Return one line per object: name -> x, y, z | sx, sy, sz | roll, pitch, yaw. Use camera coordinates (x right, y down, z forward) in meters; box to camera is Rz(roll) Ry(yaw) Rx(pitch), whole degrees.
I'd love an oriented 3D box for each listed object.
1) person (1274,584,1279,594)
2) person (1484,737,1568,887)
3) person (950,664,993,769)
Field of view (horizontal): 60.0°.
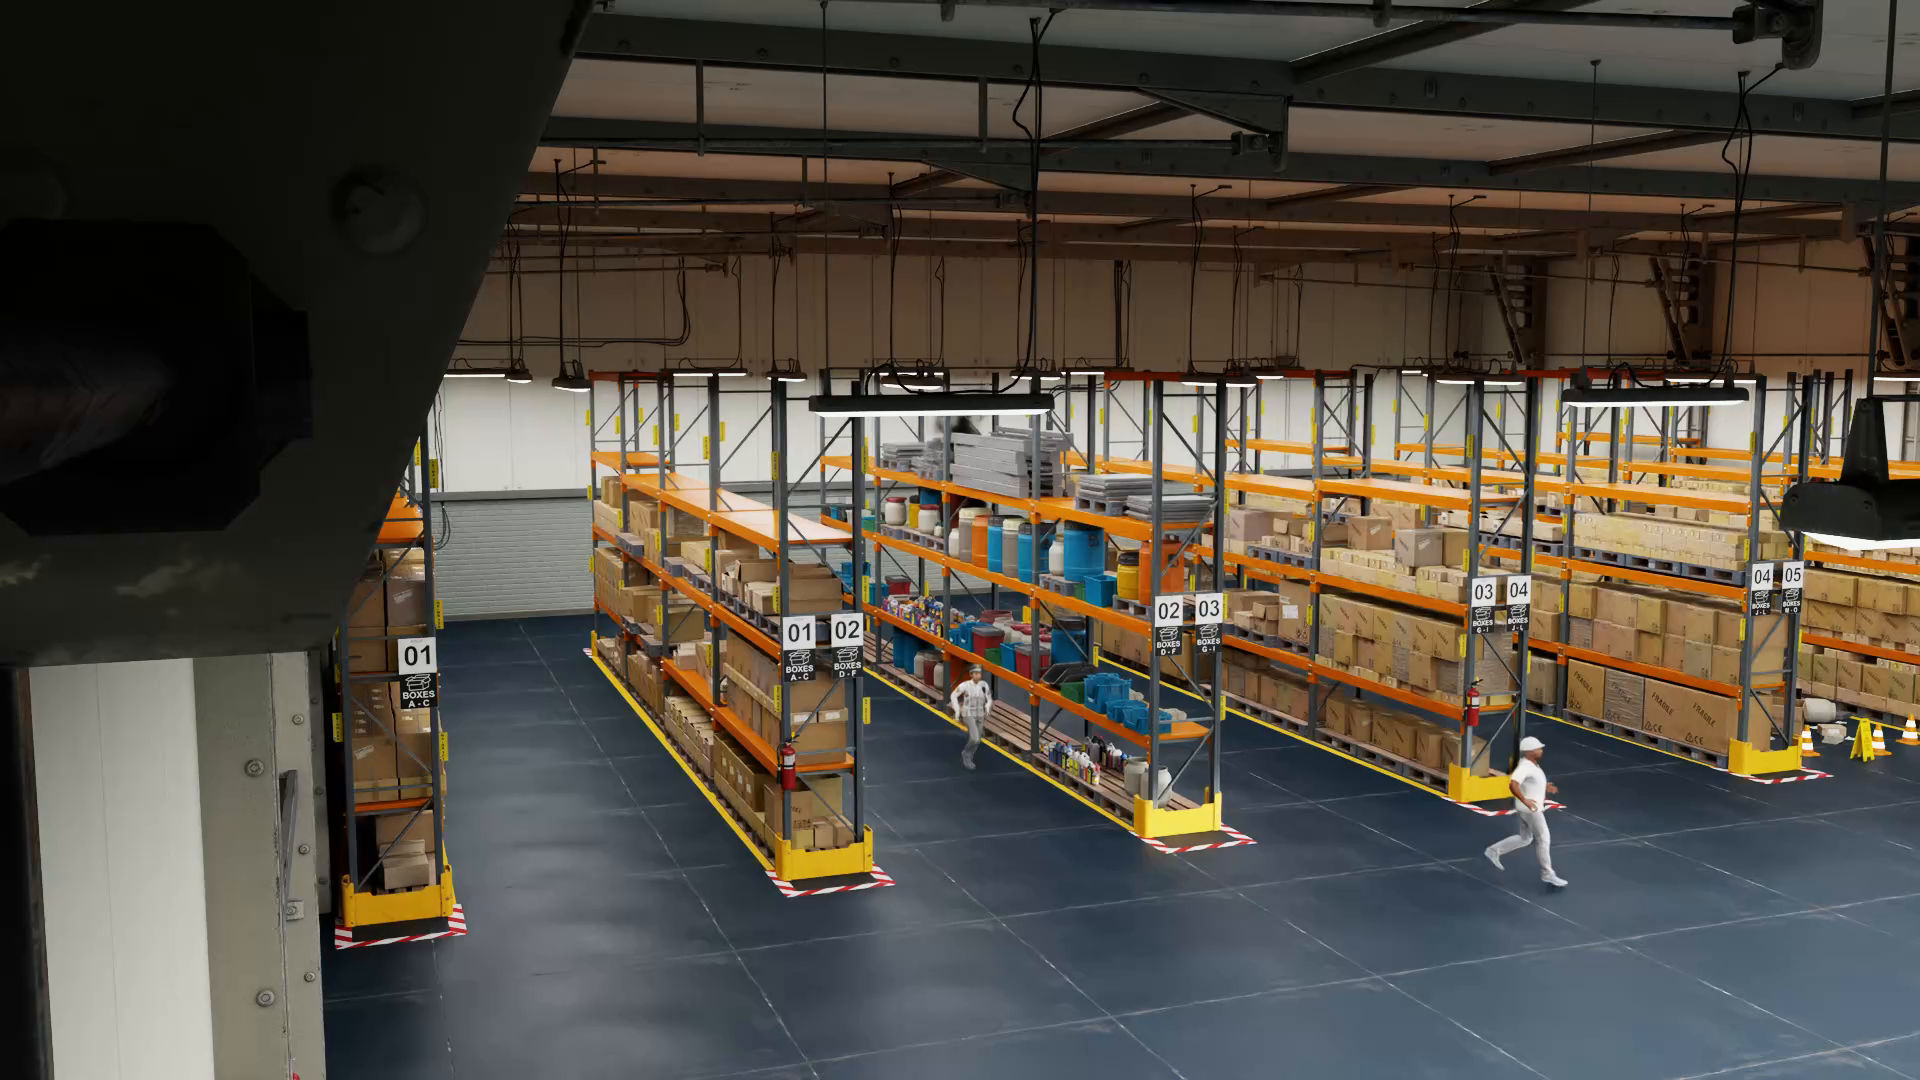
person -> 7.934, 0.951, 41.138 | 0.588, 1.599, 0.660 | 6, 9, 43
person -> 6.819, 3.232, 19.921 | 0.937, 1.773, 0.700 | 1, 7, 13
person -> 0.219, 2.683, 25.230 | 0.583, 1.647, 0.700 | -3, 7, -26
